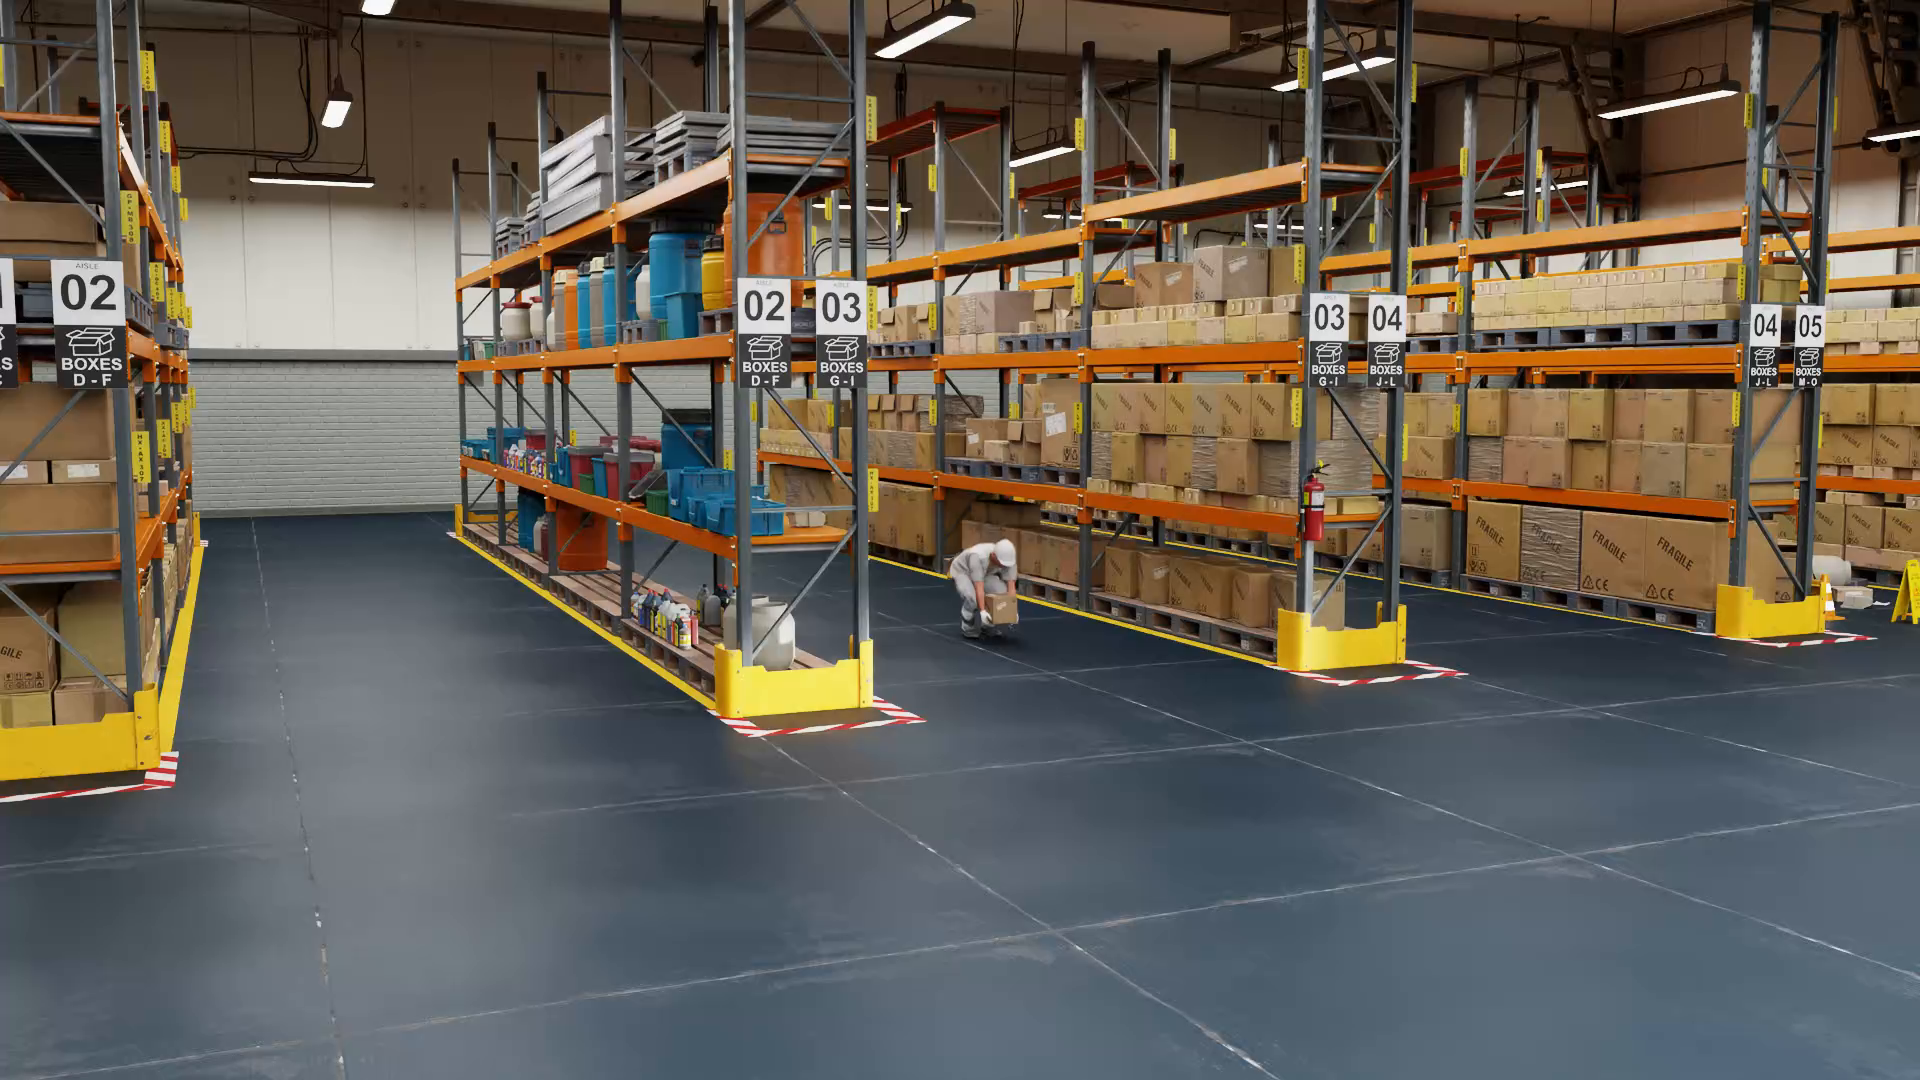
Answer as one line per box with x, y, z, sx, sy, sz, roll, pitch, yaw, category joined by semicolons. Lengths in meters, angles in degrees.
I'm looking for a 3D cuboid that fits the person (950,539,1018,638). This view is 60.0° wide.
0.246;0.455;16.013;0.525;0.989;0.920;-3;6;-25;person
